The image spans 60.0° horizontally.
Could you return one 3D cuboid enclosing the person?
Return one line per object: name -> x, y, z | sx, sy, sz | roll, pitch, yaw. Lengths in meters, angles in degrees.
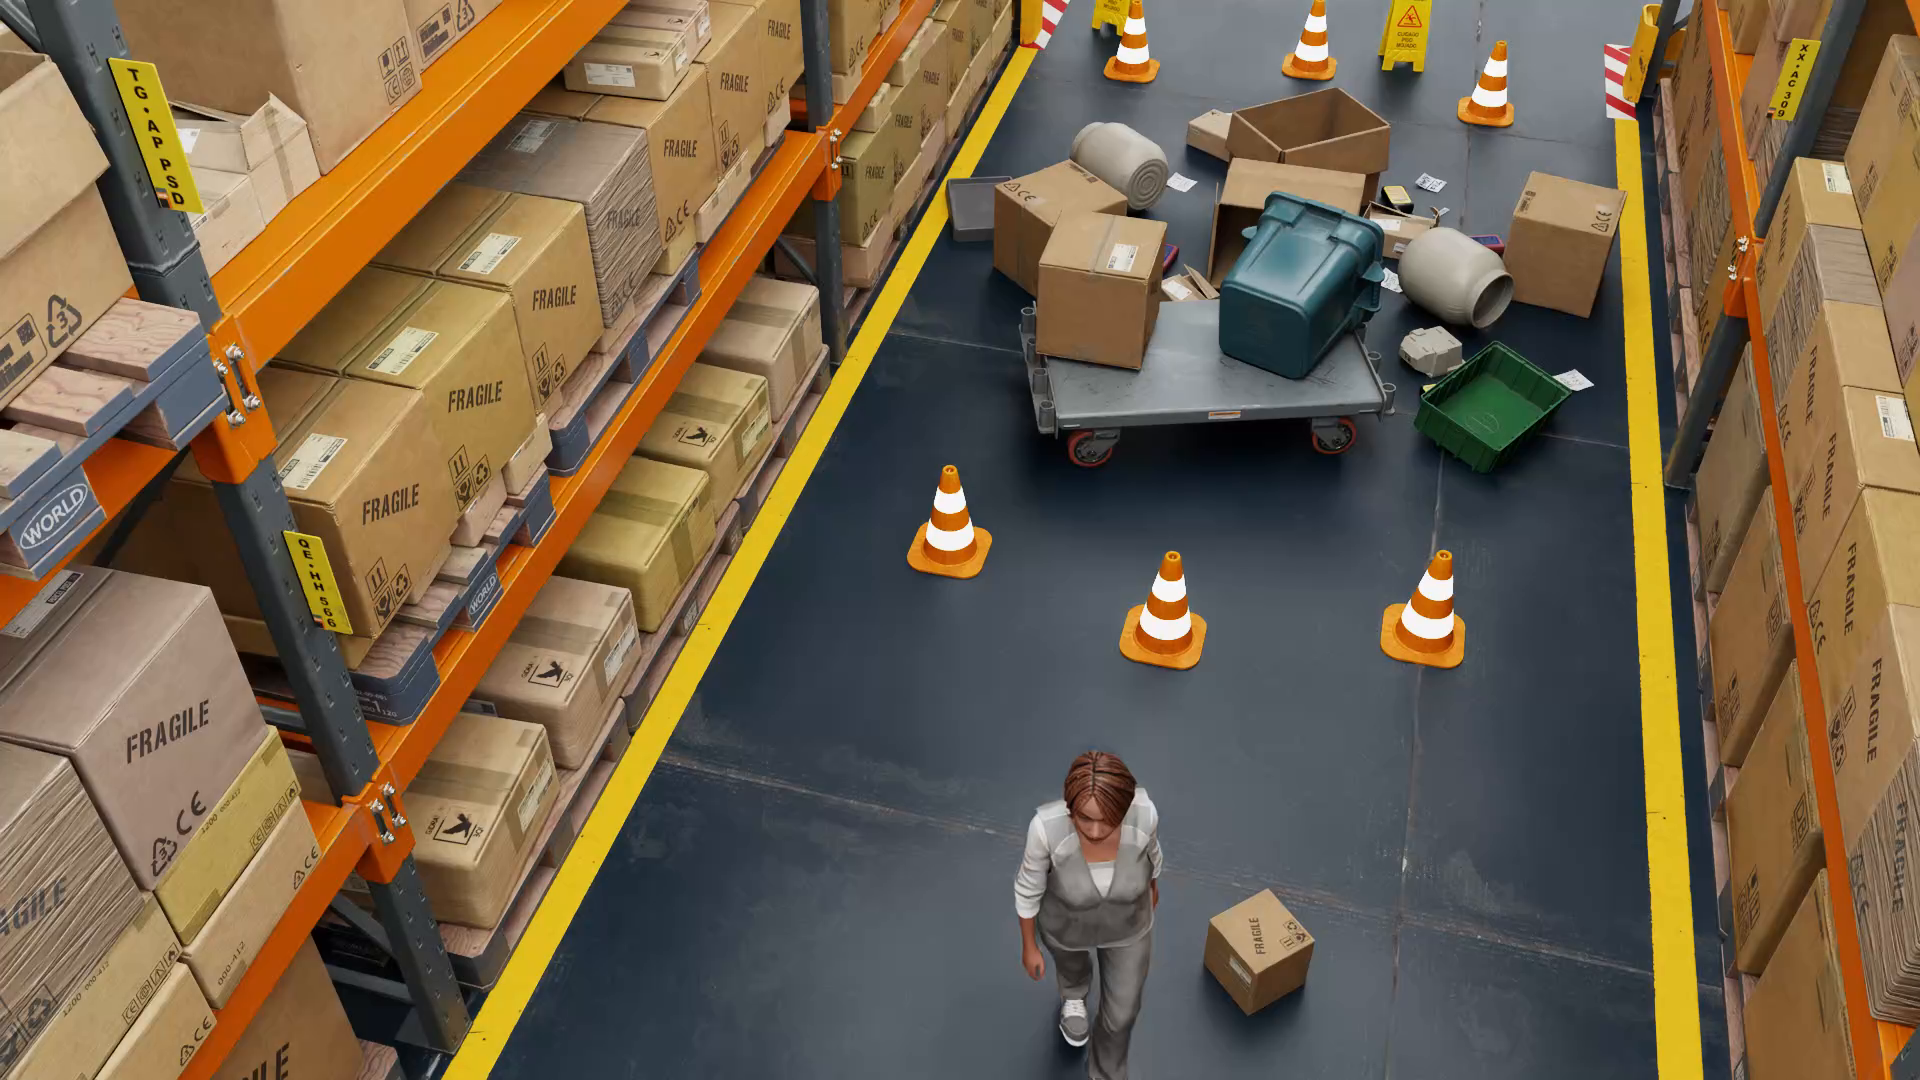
person -> 0.365, 1.194, 4.809 | 0.445, 1.547, 0.877 | 2, 42, 3
